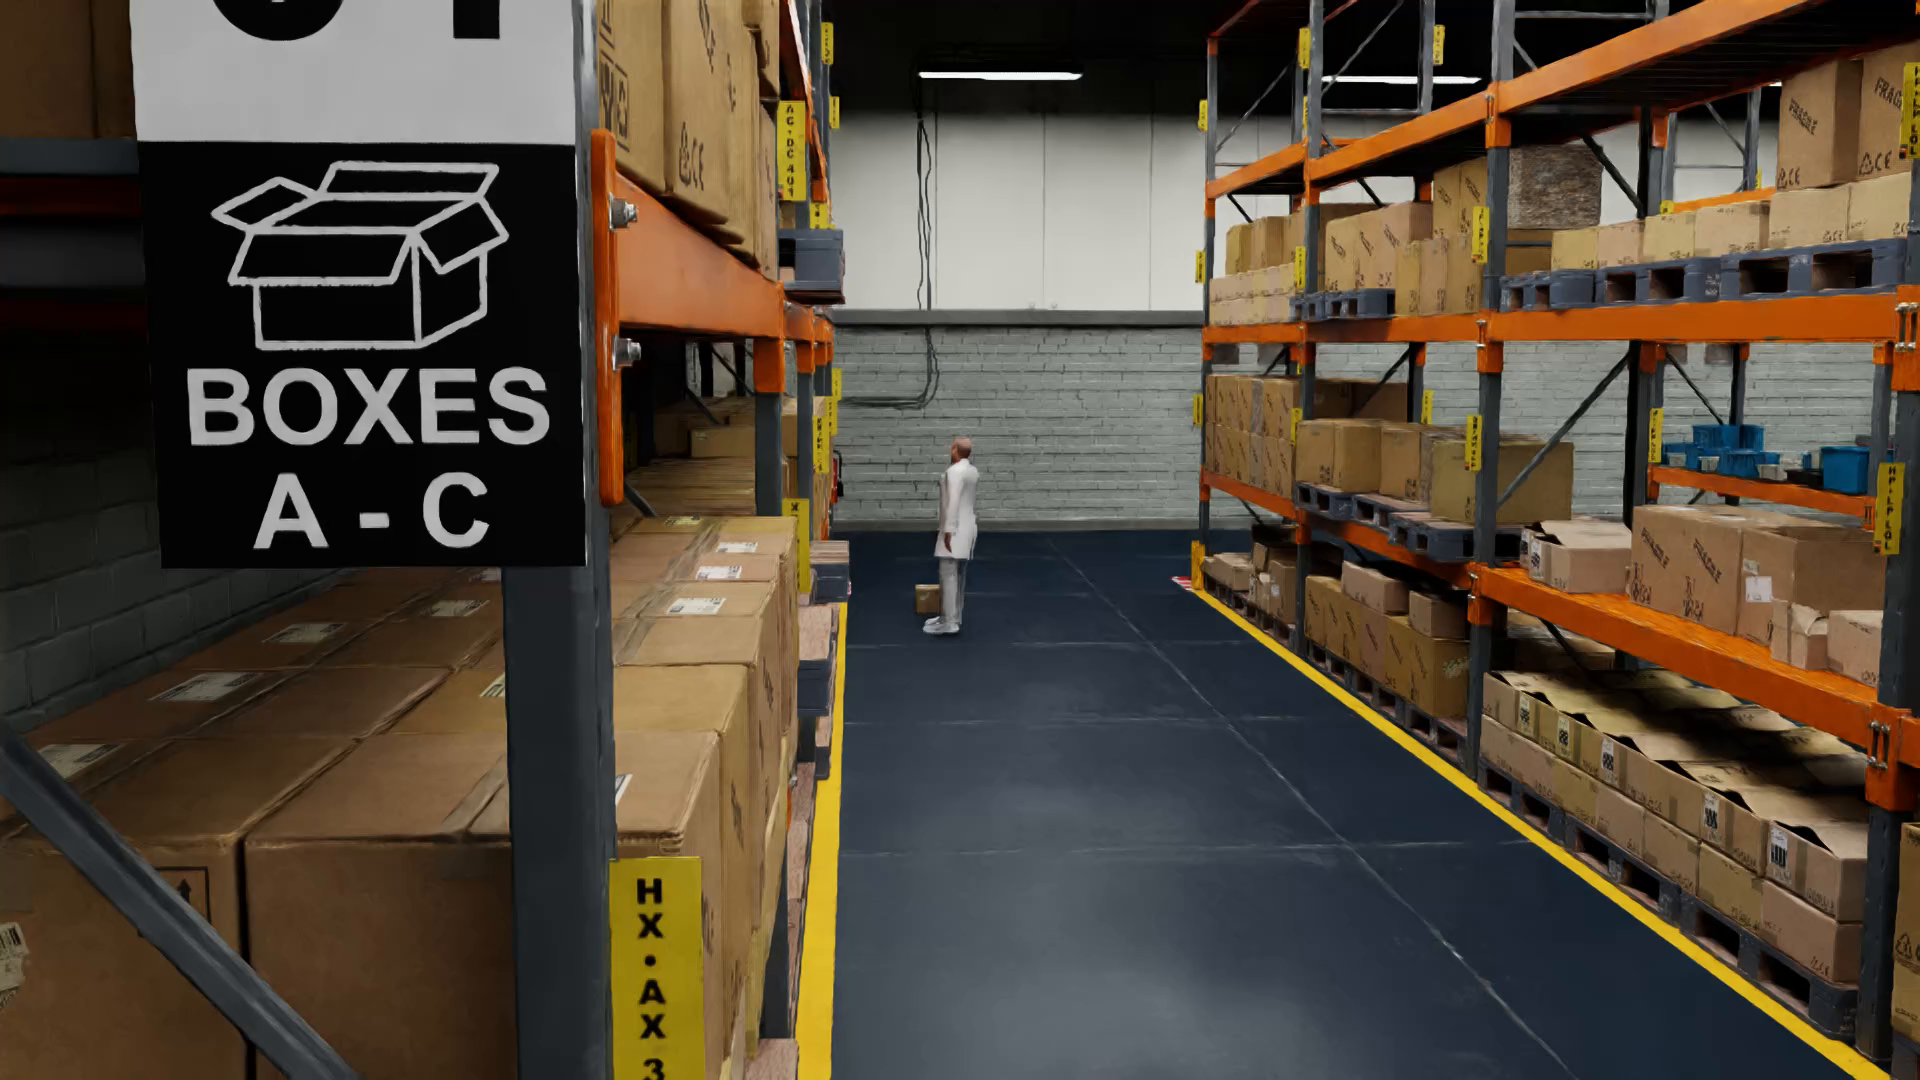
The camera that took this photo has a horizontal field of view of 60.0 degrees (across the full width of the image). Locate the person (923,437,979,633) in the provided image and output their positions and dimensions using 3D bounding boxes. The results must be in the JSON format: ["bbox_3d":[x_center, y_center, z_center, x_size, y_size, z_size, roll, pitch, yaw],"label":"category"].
[{"bbox_3d":[-0.090,-0.056,15.294,0.464,1.788,0.642,2,7,20],"label":"person"}]
